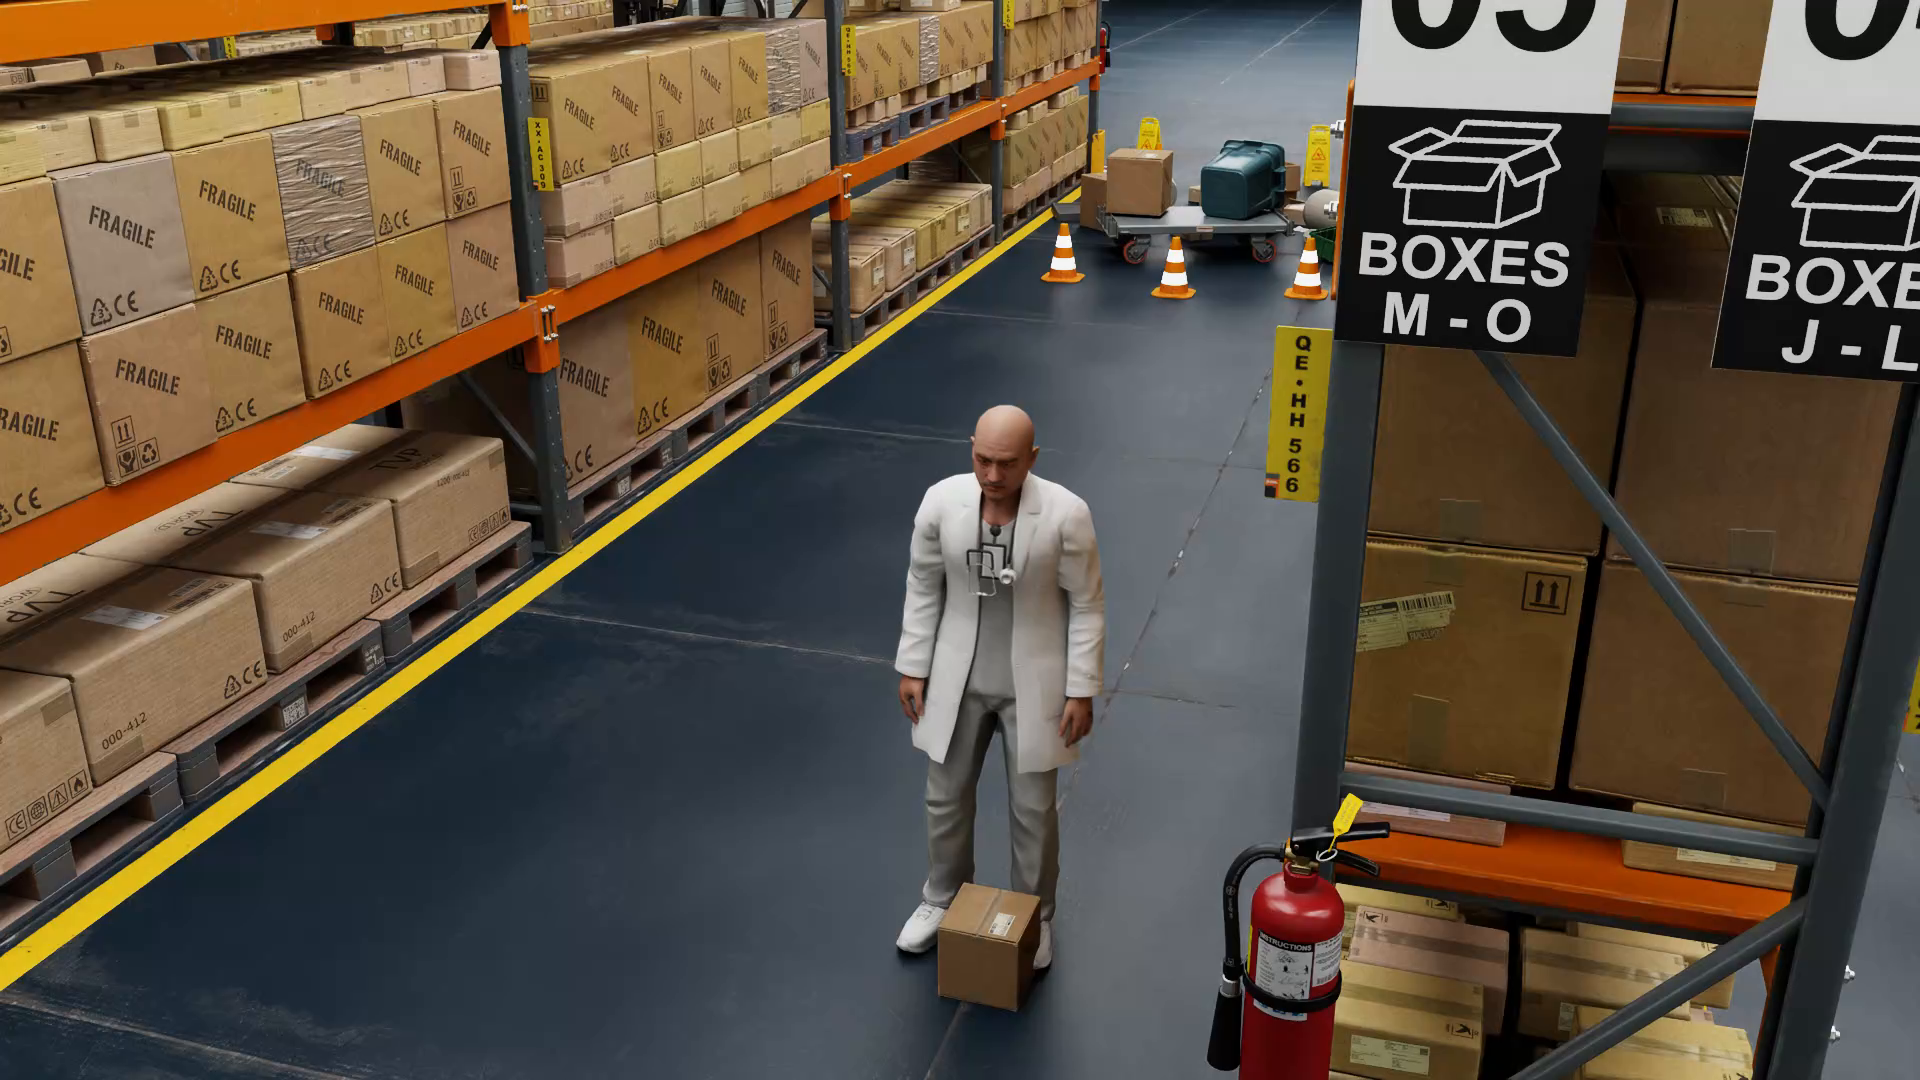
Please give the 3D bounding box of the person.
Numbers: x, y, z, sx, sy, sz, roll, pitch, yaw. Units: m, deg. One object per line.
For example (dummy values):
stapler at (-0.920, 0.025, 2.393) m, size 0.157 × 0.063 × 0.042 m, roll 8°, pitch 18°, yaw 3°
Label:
person at (0.117, 0.436, 5.008) m, size 0.643 × 1.775 × 0.426 m, roll 6°, pitch 22°, yaw 14°
